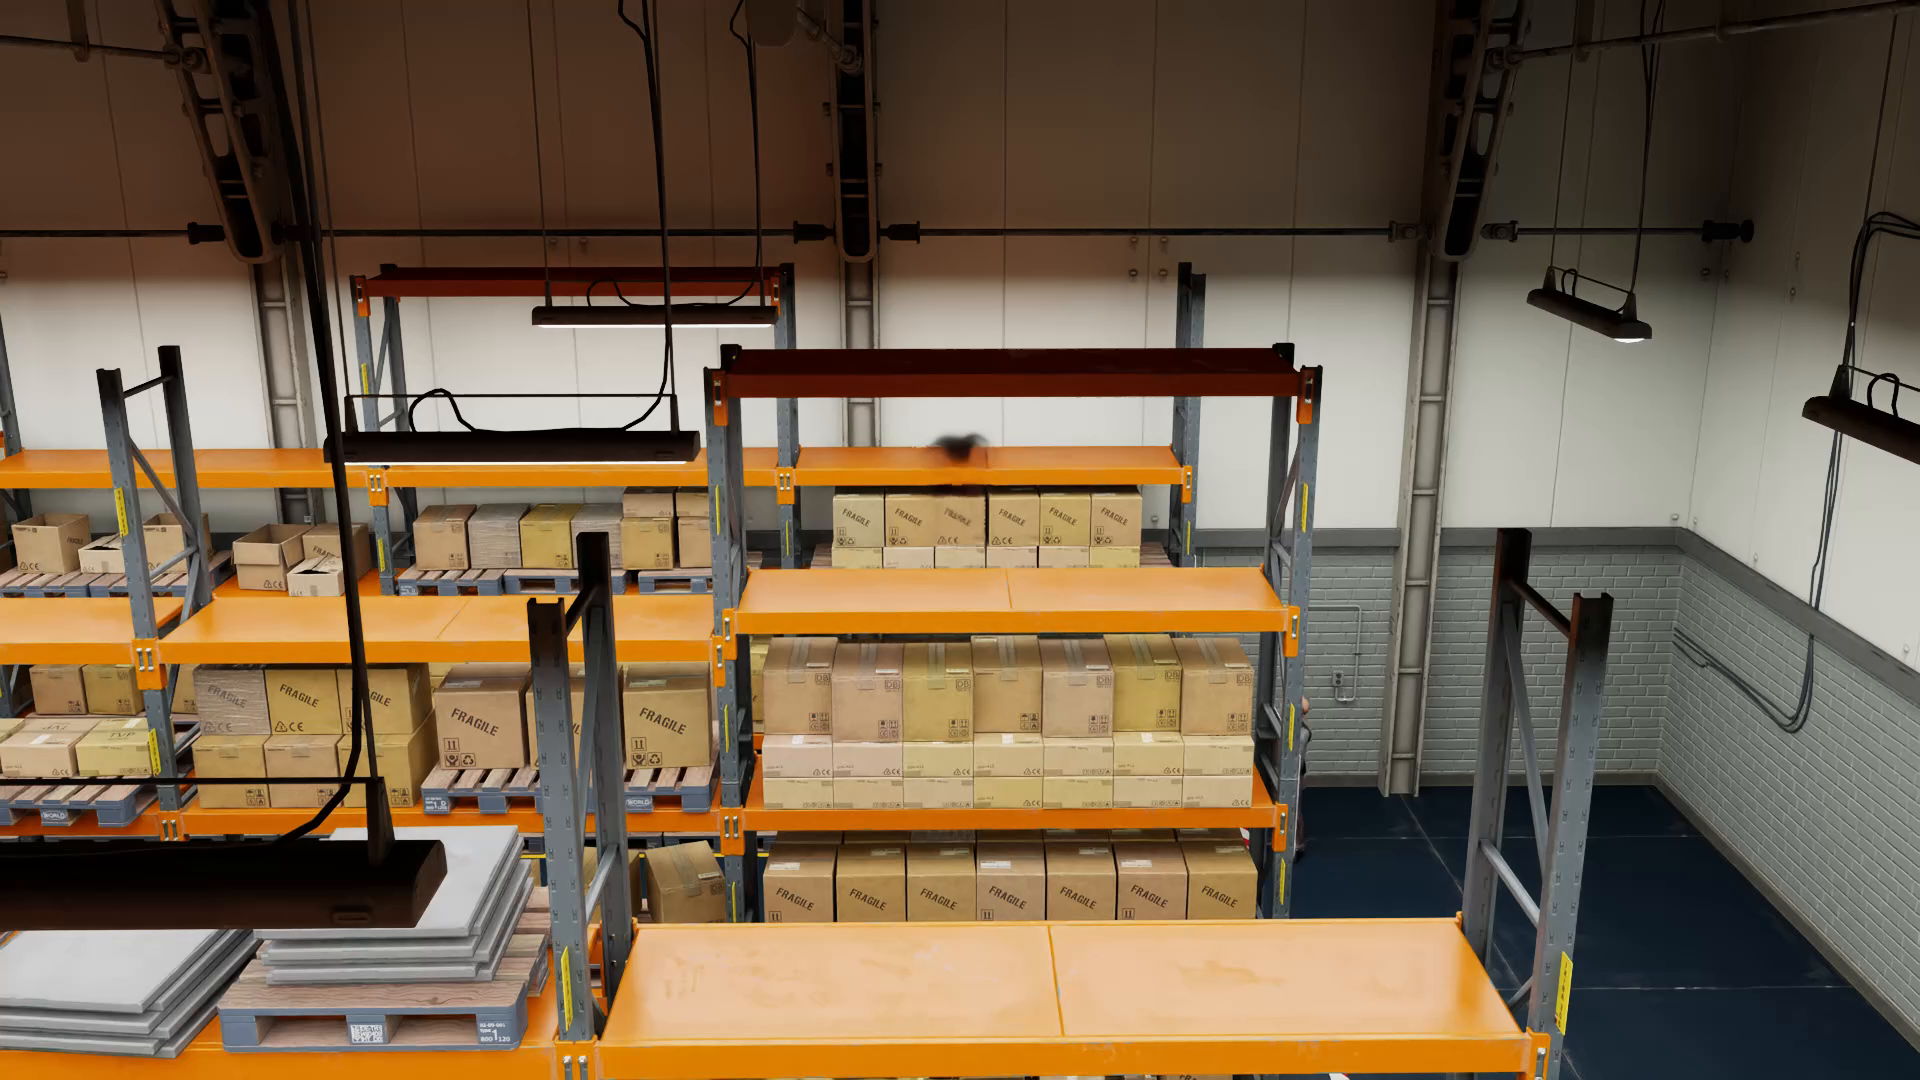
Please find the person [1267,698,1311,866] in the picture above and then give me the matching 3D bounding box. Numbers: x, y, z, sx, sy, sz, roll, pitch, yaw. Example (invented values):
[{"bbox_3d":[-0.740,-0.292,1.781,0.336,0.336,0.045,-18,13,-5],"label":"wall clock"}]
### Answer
[{"bbox_3d":[3.382,2.447,17.158,0.423,1.737,0.582,-10,19,-30],"label":"person"}]
